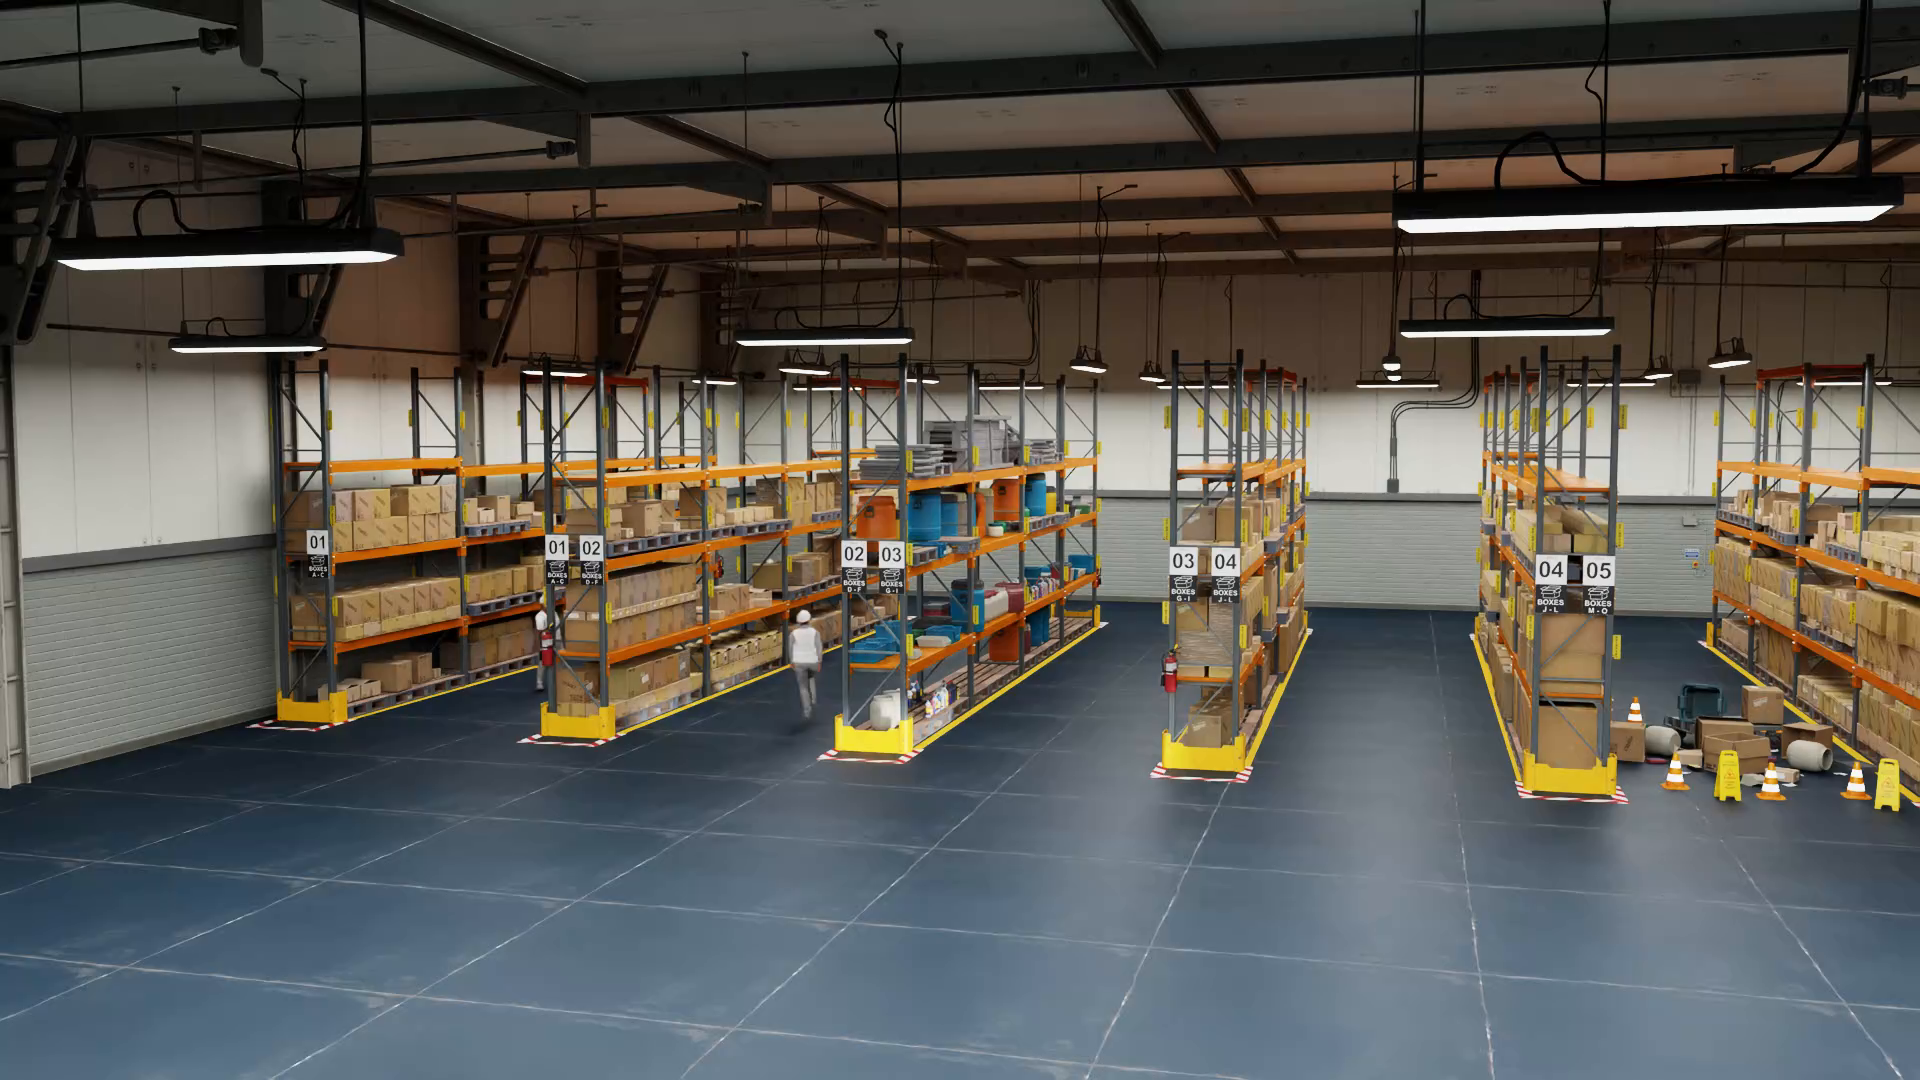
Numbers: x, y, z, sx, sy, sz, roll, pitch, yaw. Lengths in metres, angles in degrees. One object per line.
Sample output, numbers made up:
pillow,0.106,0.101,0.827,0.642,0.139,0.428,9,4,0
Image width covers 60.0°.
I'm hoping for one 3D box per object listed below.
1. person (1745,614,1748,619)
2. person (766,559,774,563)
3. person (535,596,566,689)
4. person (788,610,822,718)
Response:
person,18.013,1.433,37.652,1.072,1.655,0.671,2,5,29
person,-4.450,1.320,38.820,0.520,1.749,0.994,1,4,15
person,-7.600,1.915,30.927,0.502,1.800,0.688,3,5,32
person,-2.579,2.023,27.486,0.542,1.761,0.648,-2,5,-25
